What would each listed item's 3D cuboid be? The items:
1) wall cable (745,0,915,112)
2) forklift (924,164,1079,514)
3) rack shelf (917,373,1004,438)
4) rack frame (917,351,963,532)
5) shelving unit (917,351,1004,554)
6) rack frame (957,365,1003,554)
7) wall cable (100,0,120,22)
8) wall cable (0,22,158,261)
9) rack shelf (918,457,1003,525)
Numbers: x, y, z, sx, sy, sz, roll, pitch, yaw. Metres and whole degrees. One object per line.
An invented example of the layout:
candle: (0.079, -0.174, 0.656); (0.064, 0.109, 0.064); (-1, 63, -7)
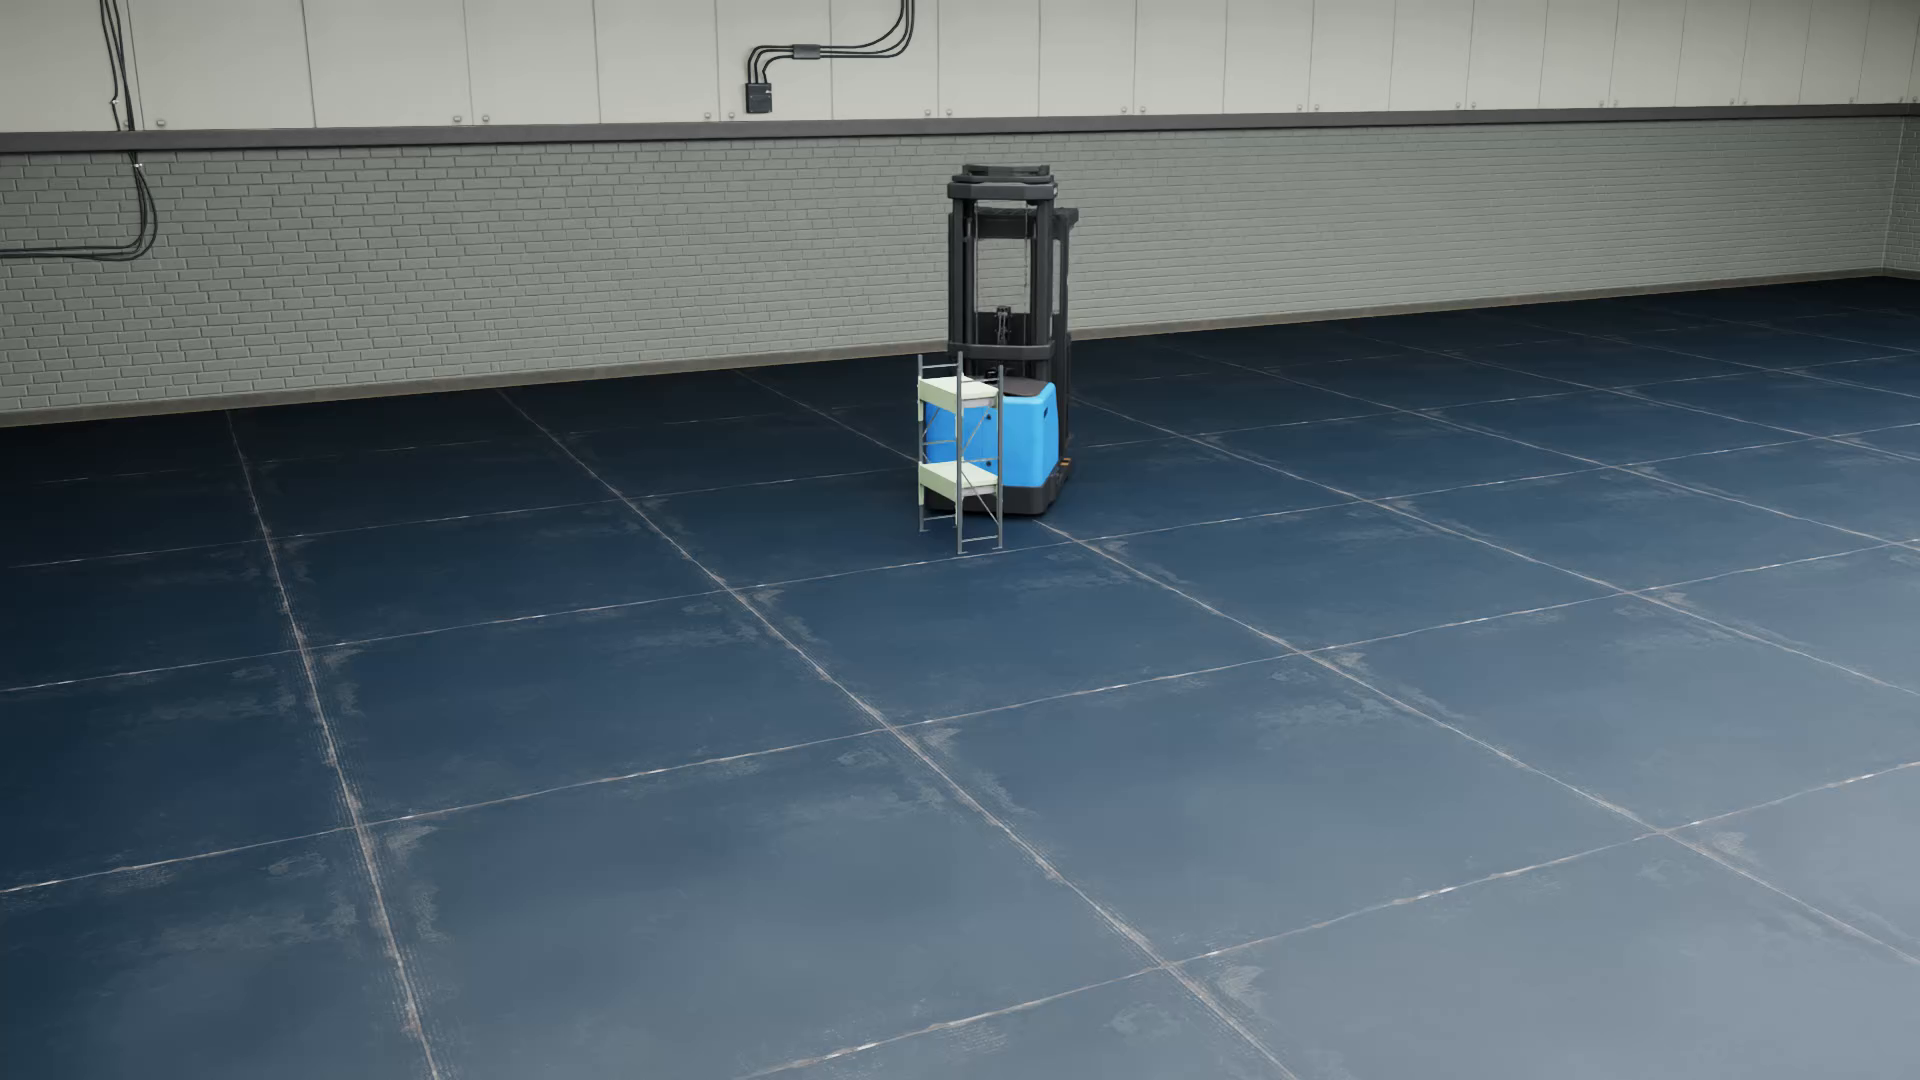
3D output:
wall cable: (-1.599, -8.344, 20.348); (2.305, 6.003, 0.169); (-8, 18, -25)
forklift: (0.483, -1.991, 15.374); (1.130, 2.935, 3.031); (3, 16, 11)
rack shelf: (-0.003, -1.098, 13.442); (0.431, 0.370, 0.720); (-8, 18, -25)
rack frame: (-0.163, -0.813, 13.866); (0.400, 1.500, 0.023); (-8, 18, -25)
shelving unit: (-0.003, -0.723, 13.550); (0.431, 1.500, 0.755); (-8, 18, -25)
rack frame: (0.157, -0.632, 13.233); (0.400, 1.500, 0.023); (-8, 18, -25)
wall cable: (-7.708, -6.828, 17.704); (3.097, 2.526, 0.112); (-8, 18, -25)
wall cable: (-10.140, -4.074, 17.261); (3.097, 2.526, 0.112); (-8, 18, -25)
rack shelf: (-0.003, -0.409, 13.639); (0.431, 0.370, 0.720); (-8, 18, -25)
